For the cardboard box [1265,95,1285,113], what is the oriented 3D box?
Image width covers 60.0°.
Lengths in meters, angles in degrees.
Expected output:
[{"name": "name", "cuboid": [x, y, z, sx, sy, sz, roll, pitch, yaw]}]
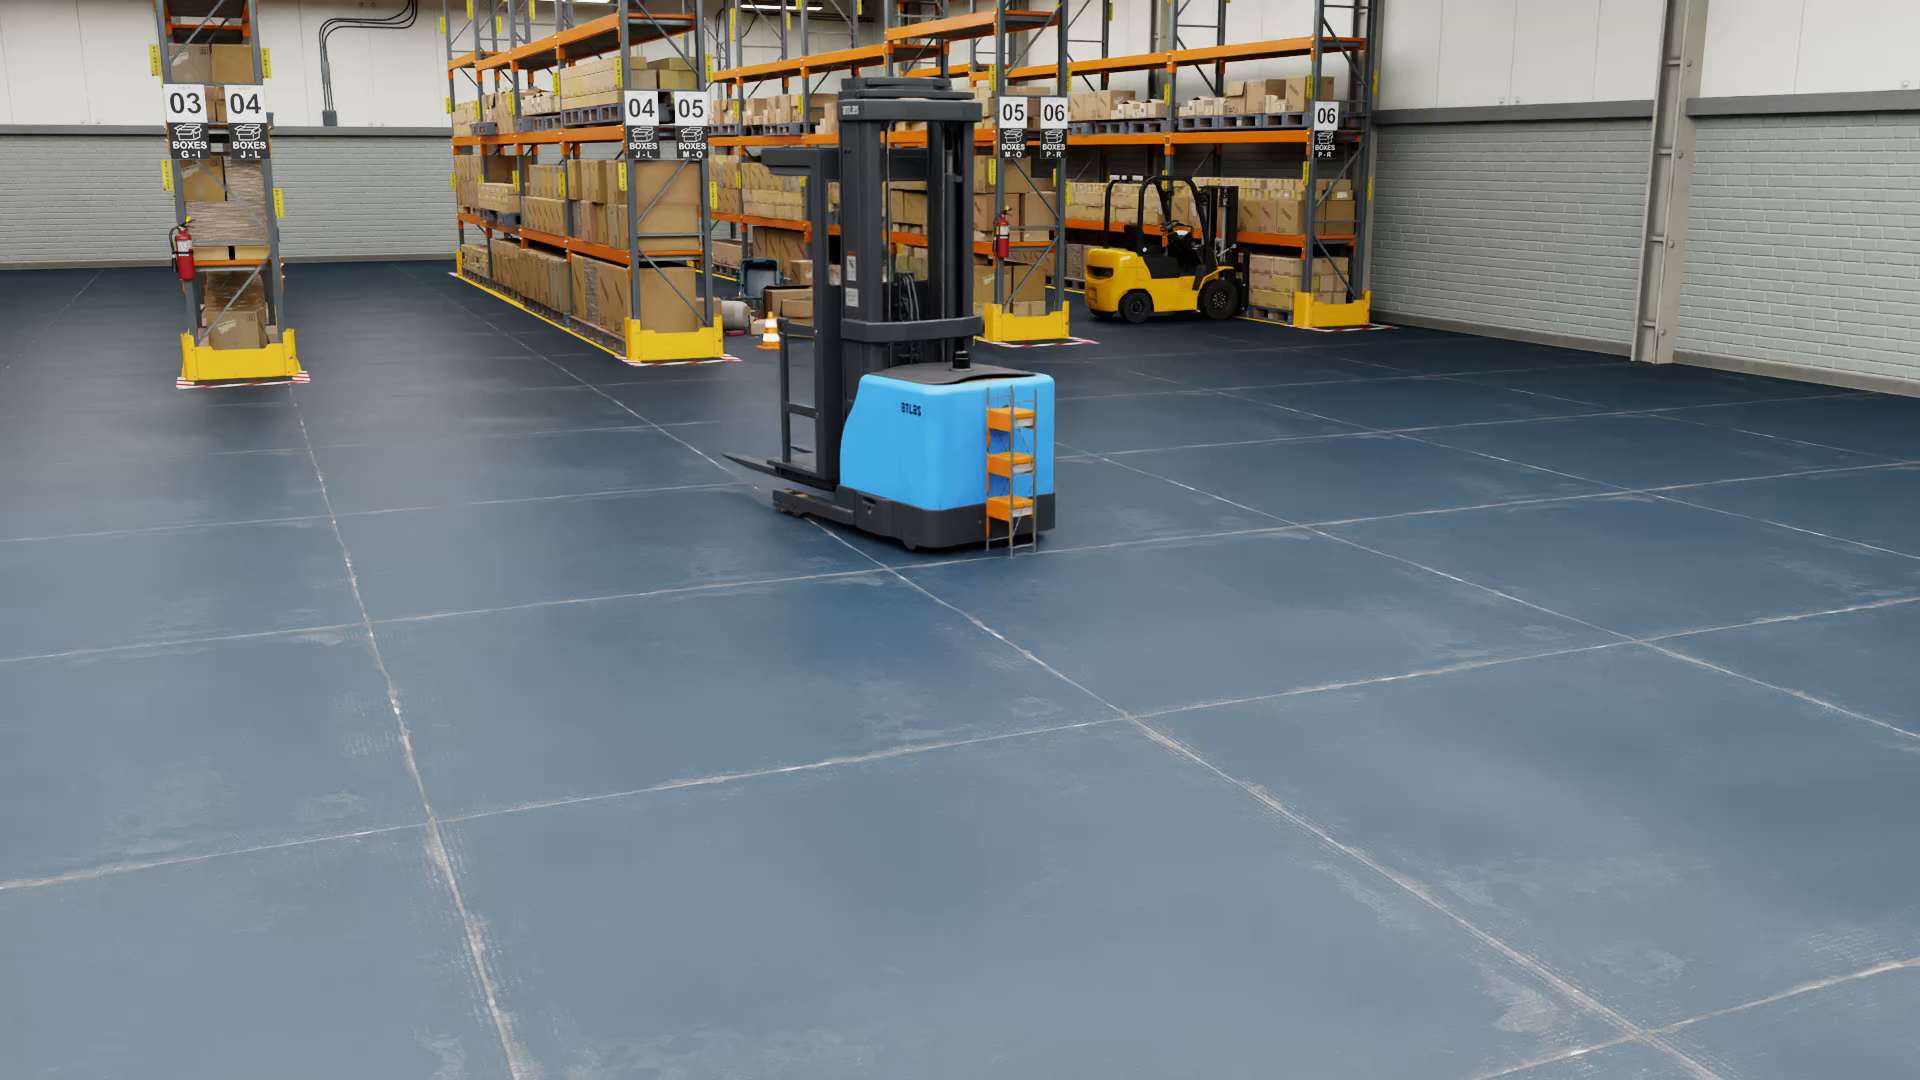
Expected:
[{"name": "cardboard box", "cuboid": [4.779, -6.499, 24.790, 0.396, 0.266, 0.258, -6, 14, -23]}]

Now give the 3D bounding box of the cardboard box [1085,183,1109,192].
[{"name": "cardboard box", "cuboid": [2.494, -6.420, 30.296, 0.380, 0.149, 0.250, -5, 14, -22]}]

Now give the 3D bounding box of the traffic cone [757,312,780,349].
[{"name": "traffic cone", "cuboid": [-2.463, -2.739, 21.676, 0.336, 0.463, 0.334, -6, 14, -23]}]

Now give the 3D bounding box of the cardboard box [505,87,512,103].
[{"name": "cardboard box", "cuboid": [-7.375, -7.437, 27.779, 0.396, 0.266, 0.258, -6, 14, -23]}]

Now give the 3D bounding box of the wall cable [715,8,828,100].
[{"name": "wall cable", "cuboid": [-4.744, -11.912, 42.298, 2.988, 3.039, 0.133, -6, 14, -23]}]

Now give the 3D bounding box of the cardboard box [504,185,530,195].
[{"name": "cardboard box", "cuboid": [-7.372, -5.821, 27.676, 0.380, 0.149, 0.250, -6, 14, -25]}]

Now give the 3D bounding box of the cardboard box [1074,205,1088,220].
[{"name": "cardboard box", "cuboid": [2.437, -6.015, 30.540, 0.500, 0.250, 0.500, -6, 14, -24]}]

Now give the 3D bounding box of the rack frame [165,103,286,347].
[{"name": "rack frame", "cuboid": [-8.136, -3.309, 18.516, 1.000, 3.000, 0.127, -6, 14, -23]}]

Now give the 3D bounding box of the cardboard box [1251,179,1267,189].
[{"name": "cardboard box", "cuboid": [4.659, -5.420, 25.315, 0.380, 0.149, 0.250, -5, 14, -22]}]

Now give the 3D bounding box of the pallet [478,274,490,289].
[{"name": "pallet", "cuboid": [-8.660, -4.993, 31.974, 1.003, 0.211, 1.213, -6, 14, -23]}]

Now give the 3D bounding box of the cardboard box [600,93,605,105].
[{"name": "cardboard box", "cuboid": [-4.299, -5.524, 20.838, 0.380, 0.149, 0.250, -5, 14, -22]}]

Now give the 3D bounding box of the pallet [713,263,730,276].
[{"name": "pallet", "cuboid": [-4.589, -5.742, 35.210, 1.003, 0.211, 1.213, -6, 14, -23]}]

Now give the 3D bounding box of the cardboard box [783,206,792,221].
[{"name": "cardboard box", "cuboid": [-2.920, -5.969, 30.342, 0.500, 0.250, 0.500, -5, 14, -22]}]

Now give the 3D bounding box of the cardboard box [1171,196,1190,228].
[{"name": "cardboard box", "cuboid": [3.827, -5.413, 27.386, 0.500, 0.500, 0.500, -6, 14, -25]}]

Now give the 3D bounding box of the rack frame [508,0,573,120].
[{"name": "rack frame", "cuboid": [-6.756, -8.312, 26.827, 1.000, 3.000, 0.127, -6, 14, -23]}]

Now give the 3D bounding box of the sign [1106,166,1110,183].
[{"name": "sign", "cuboid": [2.793, -6.921, 31.554, 0.100, 0.325, 0.005, -6, 14, -23]}]

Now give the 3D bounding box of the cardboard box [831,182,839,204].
[{"name": "cardboard box", "cuboid": [-1.859, -5.925, 28.007, 0.500, 0.500, 0.500, -5, 14, -22]}]

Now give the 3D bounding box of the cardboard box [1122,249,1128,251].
[{"name": "cardboard box", "cuboid": [3.365, -4.795, 29.272, 0.875, 0.625, 0.625, -6, 14, -24]}]

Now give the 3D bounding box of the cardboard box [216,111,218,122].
[{"name": "cardboard box", "cuboid": [-8.305, -4.927, 19.184, 0.500, 0.250, 0.500, -6, 14, -24]}]

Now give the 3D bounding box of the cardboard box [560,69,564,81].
[{"name": "cardboard box", "cuboid": [-5.319, -6.438, 23.016, 0.380, 0.149, 0.250, -5, 14, -22]}]

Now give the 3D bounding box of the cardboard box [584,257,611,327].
[{"name": "cardboard box", "cuboid": [-4.601, -3.410, 22.733, 0.875, 0.875, 0.875, -6, 14, -23]}]

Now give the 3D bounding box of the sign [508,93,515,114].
[{"name": "sign", "cuboid": [-7.254, -7.054, 26.897, 0.100, 0.325, 0.005, -6, 14, -23]}]

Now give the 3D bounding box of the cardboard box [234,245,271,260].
[{"name": "cardboard box", "cuboid": [-8.032, -3.267, 18.892, 0.380, 0.149, 0.250, -6, 14, -23]}]

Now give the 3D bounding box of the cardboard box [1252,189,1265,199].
[{"name": "cardboard box", "cuboid": [4.678, -5.277, 25.358, 0.380, 0.149, 0.250, -6, 14, -25]}]

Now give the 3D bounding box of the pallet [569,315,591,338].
[{"name": "pallet", "cuboid": [-4.921, -3.040, 23.537, 1.003, 0.211, 1.213, -6, 14, -23]}]

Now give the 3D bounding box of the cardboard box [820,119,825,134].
[{"name": "cardboard box", "cuboid": [-2.188, -7.120, 28.627, 0.396, 0.266, 0.258, -6, 14, -23]}]

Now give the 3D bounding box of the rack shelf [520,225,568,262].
[{"name": "rack shelf", "cuboid": [-5.955, -4.626, 25.799, 1.077, 0.370, 4.000, -6, 14, -23]}]

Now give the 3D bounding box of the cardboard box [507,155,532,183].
[{"name": "cardboard box", "cuboid": [-8.316, -7.012, 31.414, 0.500, 0.500, 0.500, -5, 14, -22]}]

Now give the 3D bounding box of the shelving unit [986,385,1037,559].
[{"name": "shelving unit", "cuboid": [0.320, -0.427, 10.386, 0.215, 1.050, 0.252, -10, 16, -36]}]

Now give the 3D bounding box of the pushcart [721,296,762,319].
[{"name": "pushcart", "cuboid": [-2.728, -3.537, 25.316, 1.648, 0.377, 0.936, -12, 18, -42]}]

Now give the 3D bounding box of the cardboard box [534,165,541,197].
[{"name": "cardboard box", "cuboid": [-6.381, -5.727, 26.523, 0.700, 0.500, 0.500, -6, 14, -24]}]

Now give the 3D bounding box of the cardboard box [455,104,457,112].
[{"name": "cardboard box", "cuboid": [-9.912, -8.664, 33.338, 0.380, 0.149, 0.250, -6, 14, -23]}]

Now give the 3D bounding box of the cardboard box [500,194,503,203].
[{"name": "cardboard box", "cuboid": [-7.587, -5.786, 28.185, 0.380, 0.149, 0.250, -5, 14, -22]}]

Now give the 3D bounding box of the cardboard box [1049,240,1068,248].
[{"name": "cardboard box", "cuboid": [1.856, -5.688, 31.969, 0.380, 0.149, 0.250, -6, 14, -26]}]

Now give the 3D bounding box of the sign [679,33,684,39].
[{"name": "sign", "cuboid": [-5.976, -10.916, 35.656, 0.100, 0.325, 0.005, -6, 14, -23]}]

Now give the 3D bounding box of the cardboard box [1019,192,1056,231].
[{"name": "cardboard box", "cuboid": [1.008, -4.521, 22.870, 0.500, 0.500, 0.500, -6, 14, -24]}]

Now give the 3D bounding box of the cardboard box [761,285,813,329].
[{"name": "cardboard box", "cuboid": [-2.462, -3.381, 24.061, 0.797, 0.637, 0.503, -6, 14, -23]}]

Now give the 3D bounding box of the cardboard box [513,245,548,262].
[{"name": "cardboard box", "cuboid": [-7.270, -4.859, 28.161, 0.500, 0.250, 0.500, -6, 14, -24]}]

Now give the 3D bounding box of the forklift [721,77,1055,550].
[{"name": "forklift", "cuboid": [-0.658, -1.642, 11.465, 1.130, 2.935, 3.031, -10, 16, -36]}]

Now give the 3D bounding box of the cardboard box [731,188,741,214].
[{"name": "cardboard box", "cuboid": [-4.283, -6.805, 33.399, 0.500, 0.500, 0.500, -5, 14, -22]}]

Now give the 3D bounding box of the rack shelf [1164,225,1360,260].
[{"name": "rack shelf", "cuboid": [4.689, -4.716, 26.191, 1.077, 0.370, 4.000, -6, 14, -23]}]

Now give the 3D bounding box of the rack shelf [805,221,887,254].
[{"name": "rack shelf", "cuboid": [-1.460, -5.094, 27.821, 1.077, 0.370, 4.000, -6, 14, -23]}]

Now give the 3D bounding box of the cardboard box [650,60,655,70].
[{"name": "cardboard box", "cuboid": [-3.696, -5.972, 21.004, 0.380, 0.149, 0.250, -5, 14, -22]}]

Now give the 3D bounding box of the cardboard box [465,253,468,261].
[{"name": "cardboard box", "cuboid": [-9.928, -5.810, 34.051, 0.380, 0.149, 0.250, -6, 14, -23]}]

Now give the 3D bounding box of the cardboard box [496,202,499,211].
[{"name": "cardboard box", "cuboid": [-7.782, -5.744, 28.660, 0.380, 0.149, 0.250, -6, 14, -25]}]

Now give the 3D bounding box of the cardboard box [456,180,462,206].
[{"name": "cardboard box", "cuboid": [-10.034, -7.118, 34.091, 0.500, 0.500, 0.500, -5, 14, -20]}]

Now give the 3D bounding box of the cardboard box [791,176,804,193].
[{"name": "cardboard box", "cuboid": [-2.708, -6.476, 29.760, 0.500, 0.500, 0.500, -6, 14, -24]}]

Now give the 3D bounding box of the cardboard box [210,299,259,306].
[{"name": "cardboard box", "cuboid": [-8.875, -2.678, 20.401, 0.500, 0.500, 0.500, -4, 14, -18]}]
